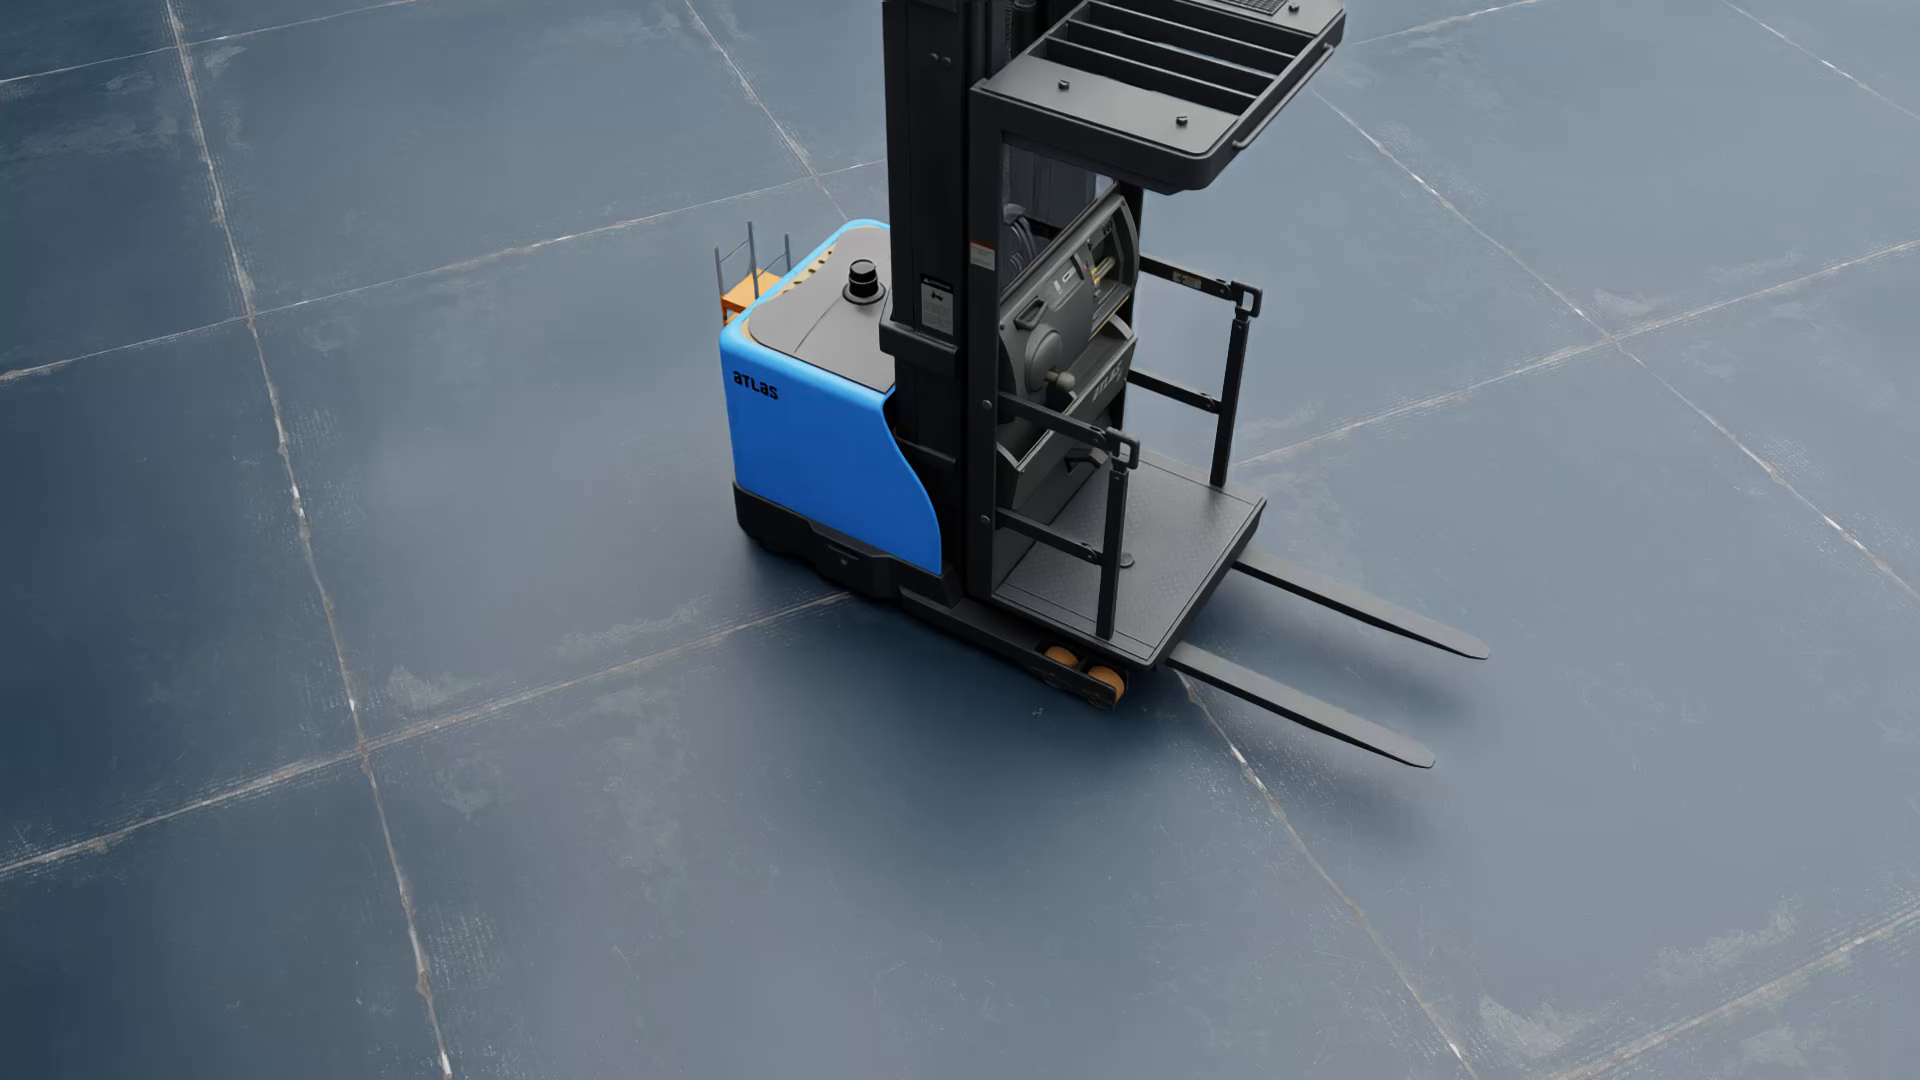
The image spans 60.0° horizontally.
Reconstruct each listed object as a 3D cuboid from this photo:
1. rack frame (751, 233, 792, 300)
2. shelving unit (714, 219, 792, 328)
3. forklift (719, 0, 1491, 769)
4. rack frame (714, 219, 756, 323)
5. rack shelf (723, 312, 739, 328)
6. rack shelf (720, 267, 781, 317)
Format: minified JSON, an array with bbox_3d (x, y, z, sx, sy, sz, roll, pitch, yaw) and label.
[{"bbox_3d":[-0.752,-0.732,7.006,0.006,1.200,0.240,23,49,22],"label":"rack frame"},{"bbox_3d":[-0.830,-0.765,7.040,0.189,1.200,0.258,23,49,22],"label":"shelving unit"},{"bbox_3d":[0.574,-0.820,5.863,3.031,2.935,1.130,23,49,22],"label":"forklift"},{"bbox_3d":[-0.908,-0.799,7.074,0.006,1.200,0.240,23,49,22],"label":"rack frame"},{"bbox_3d":[-0.830,-0.905,6.903,0.180,0.103,0.258,23,49,22],"label":"rack shelf"},{"bbox_3d":[-0.830,-0.990,6.819,0.180,0.103,0.258,23,49,22],"label":"rack shelf"}]
